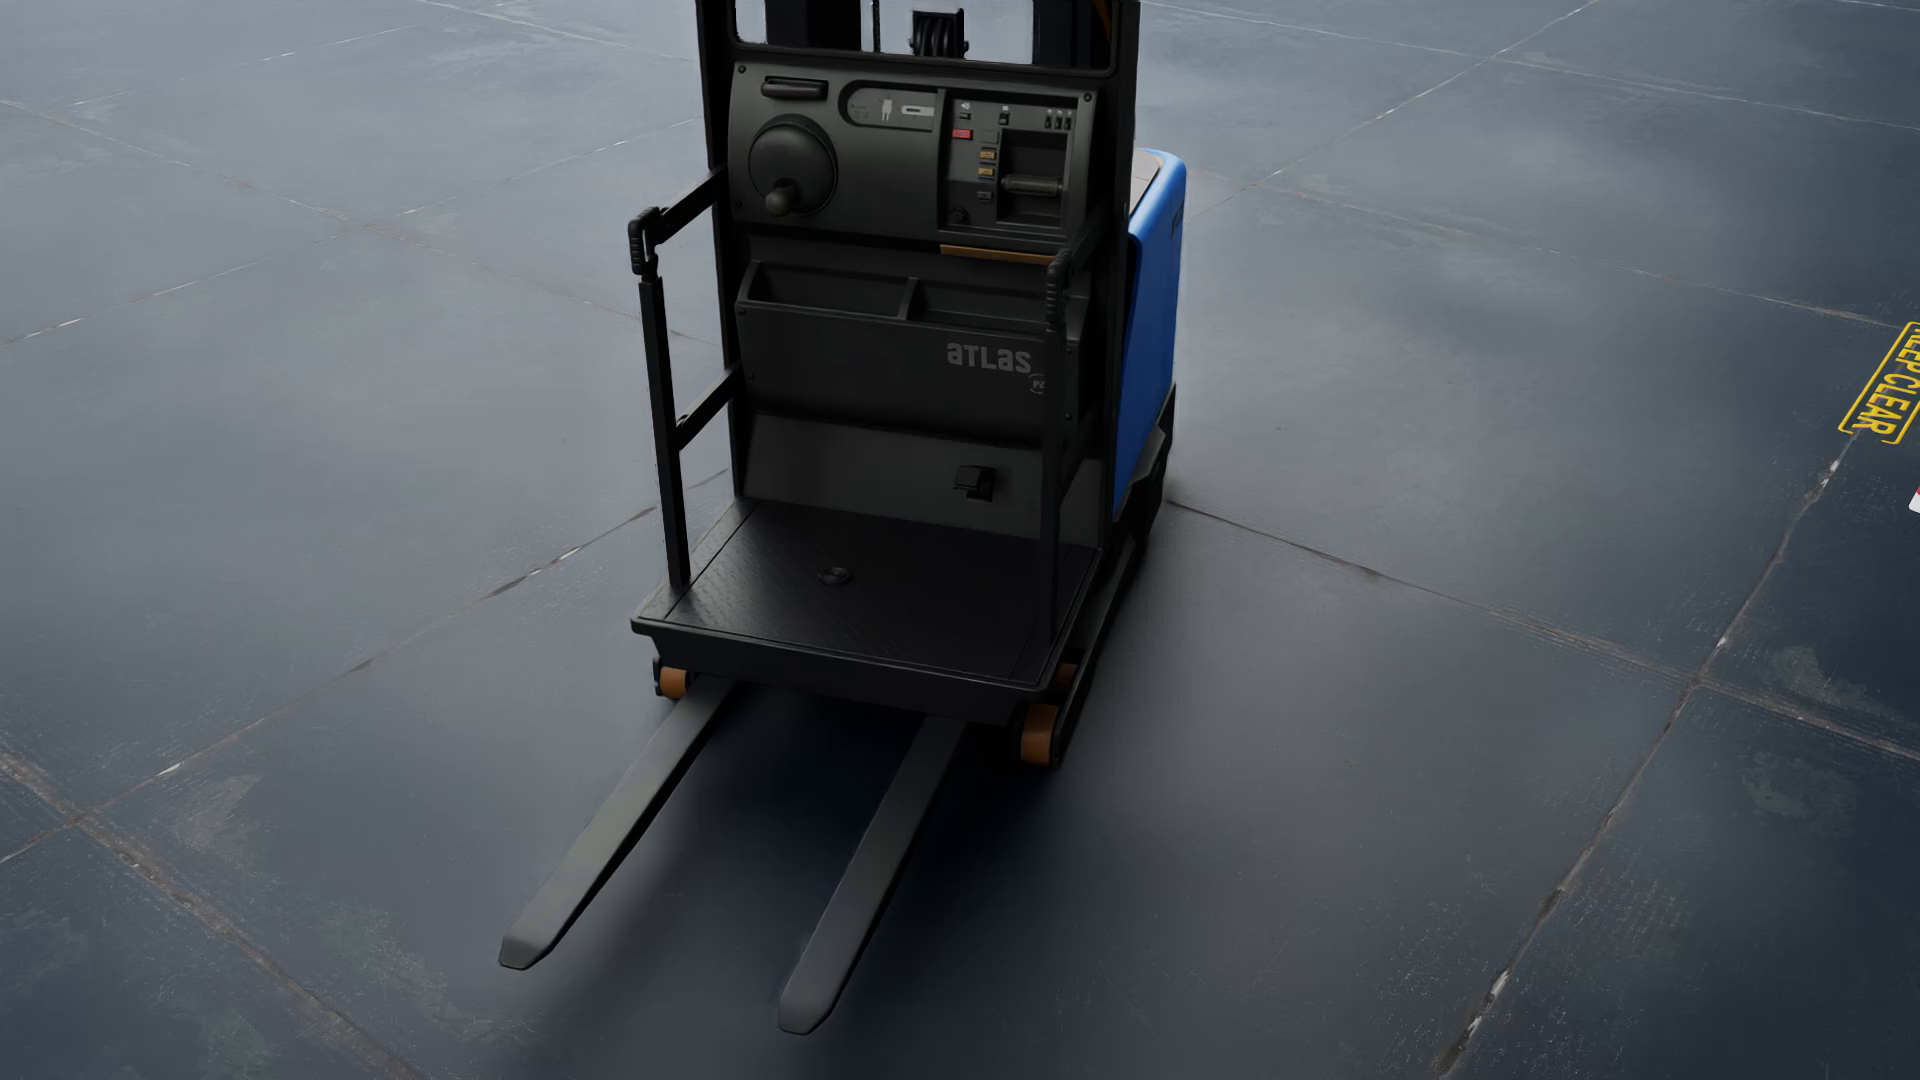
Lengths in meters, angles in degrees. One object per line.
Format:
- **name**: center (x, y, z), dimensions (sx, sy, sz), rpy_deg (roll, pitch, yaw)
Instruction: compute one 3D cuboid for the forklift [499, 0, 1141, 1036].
- **forklift**: center (-0.195, -0.905, 3.903), dimensions (1.110, 2.935, 3.031), rpy_deg (9, 32, 14)
